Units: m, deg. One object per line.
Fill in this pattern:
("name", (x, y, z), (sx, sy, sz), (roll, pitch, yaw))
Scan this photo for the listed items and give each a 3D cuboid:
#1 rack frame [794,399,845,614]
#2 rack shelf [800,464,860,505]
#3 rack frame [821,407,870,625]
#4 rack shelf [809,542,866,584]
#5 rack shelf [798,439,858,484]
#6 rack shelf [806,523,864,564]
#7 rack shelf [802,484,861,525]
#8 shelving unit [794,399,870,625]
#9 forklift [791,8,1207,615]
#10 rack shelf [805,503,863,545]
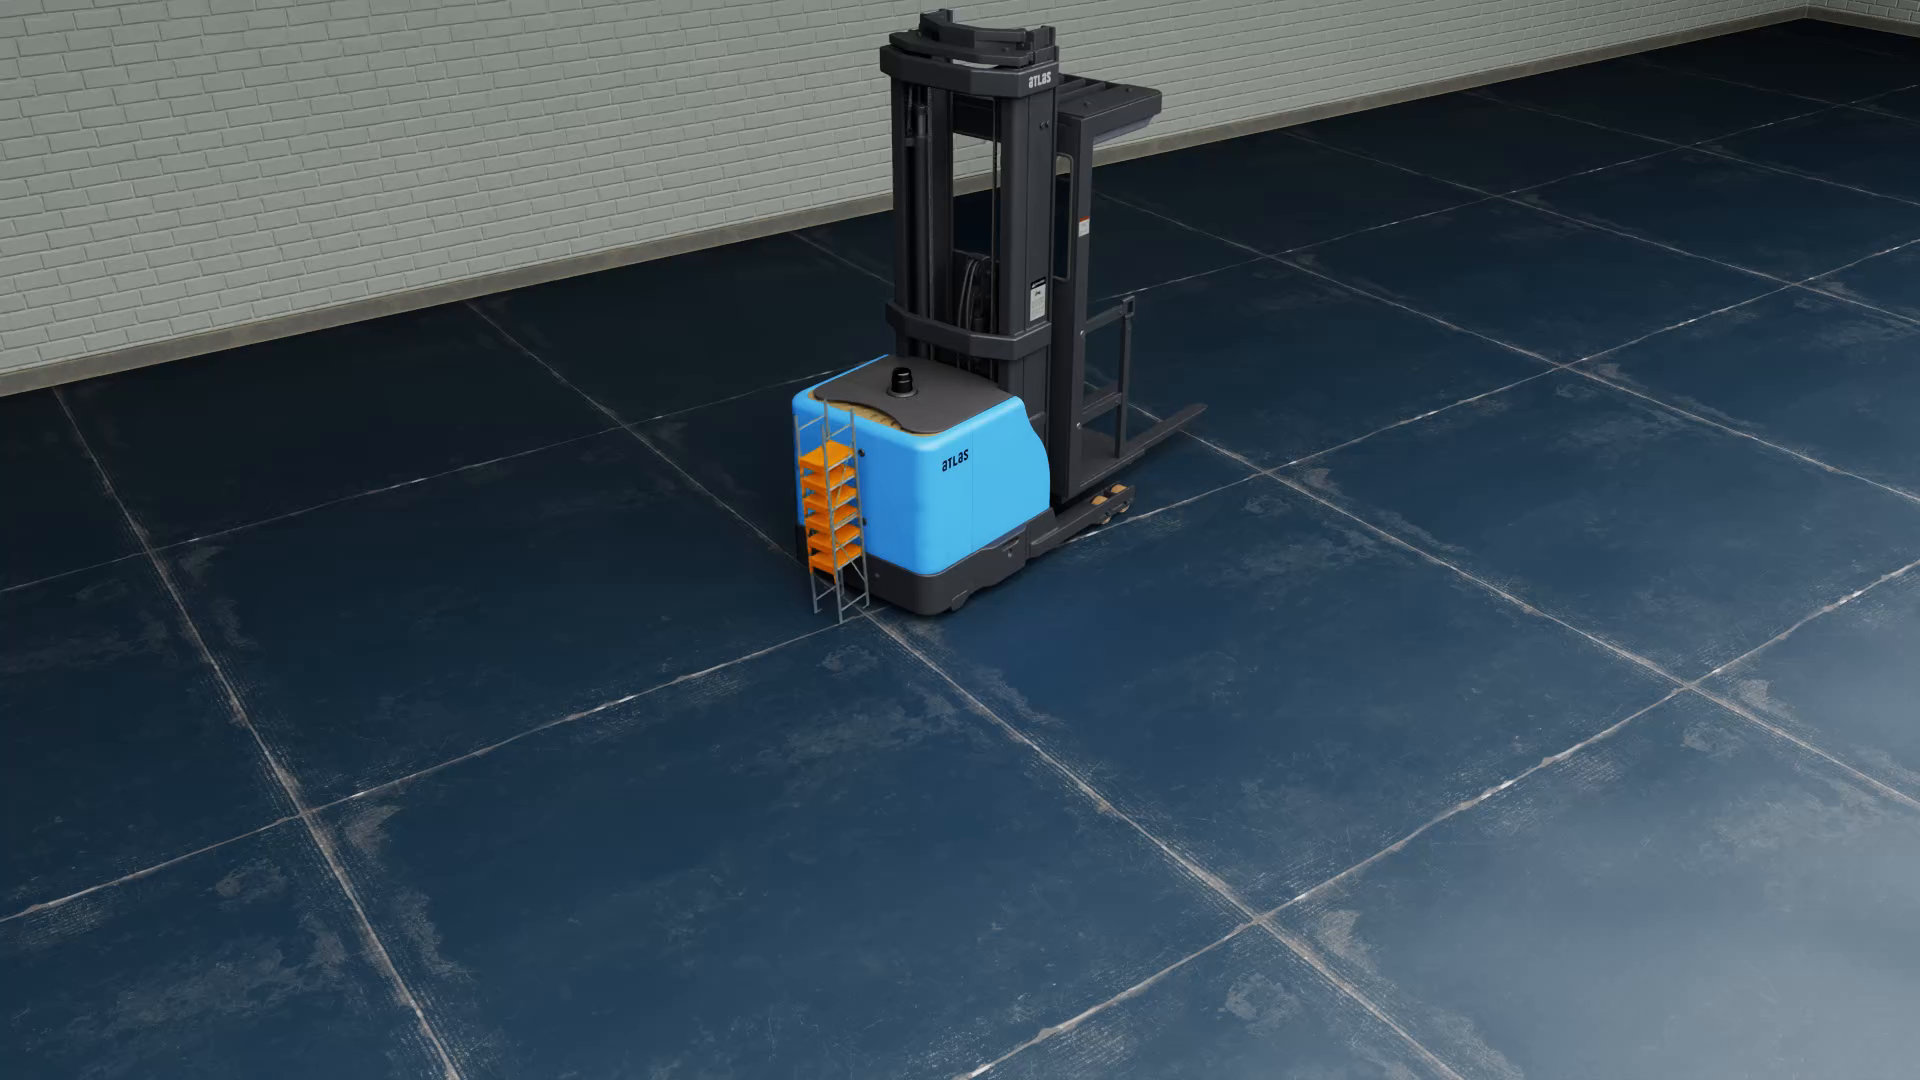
("rack frame", (-0.737, -0.163, 8.776), (0.006, 1.200, 0.240), (21, 38, 33))
("rack shelf", (-0.673, -0.303, 8.625), (0.180, 0.103, 0.258), (21, 38, 33))
("rack frame", (-0.594, -0.109, 8.676), (0.006, 1.200, 0.240), (21, 38, 33))
("rack shelf", (-0.654, 0.107, 8.874), (0.180, 0.103, 0.258), (21, 38, 33))
("rack shelf", (-0.678, -0.405, 8.562), (0.180, 0.103, 0.258), (21, 38, 33))
("rack shelf", (-0.659, 0.004, 8.812), (0.180, 0.103, 0.258), (21, 38, 33))
("rack shelf", (-0.668, -0.200, 8.687), (0.180, 0.103, 0.258), (21, 38, 33))
("shelving unit", (-0.665, -0.136, 8.726), (0.189, 1.200, 0.258), (21, 38, 33))
("forklift", (0.402, -1.520, 9.477), (1.130, 2.935, 3.031), (22, 35, 34))
("rack shelf", (-0.663, -0.098, 8.749), (0.180, 0.103, 0.258), (21, 38, 33))
